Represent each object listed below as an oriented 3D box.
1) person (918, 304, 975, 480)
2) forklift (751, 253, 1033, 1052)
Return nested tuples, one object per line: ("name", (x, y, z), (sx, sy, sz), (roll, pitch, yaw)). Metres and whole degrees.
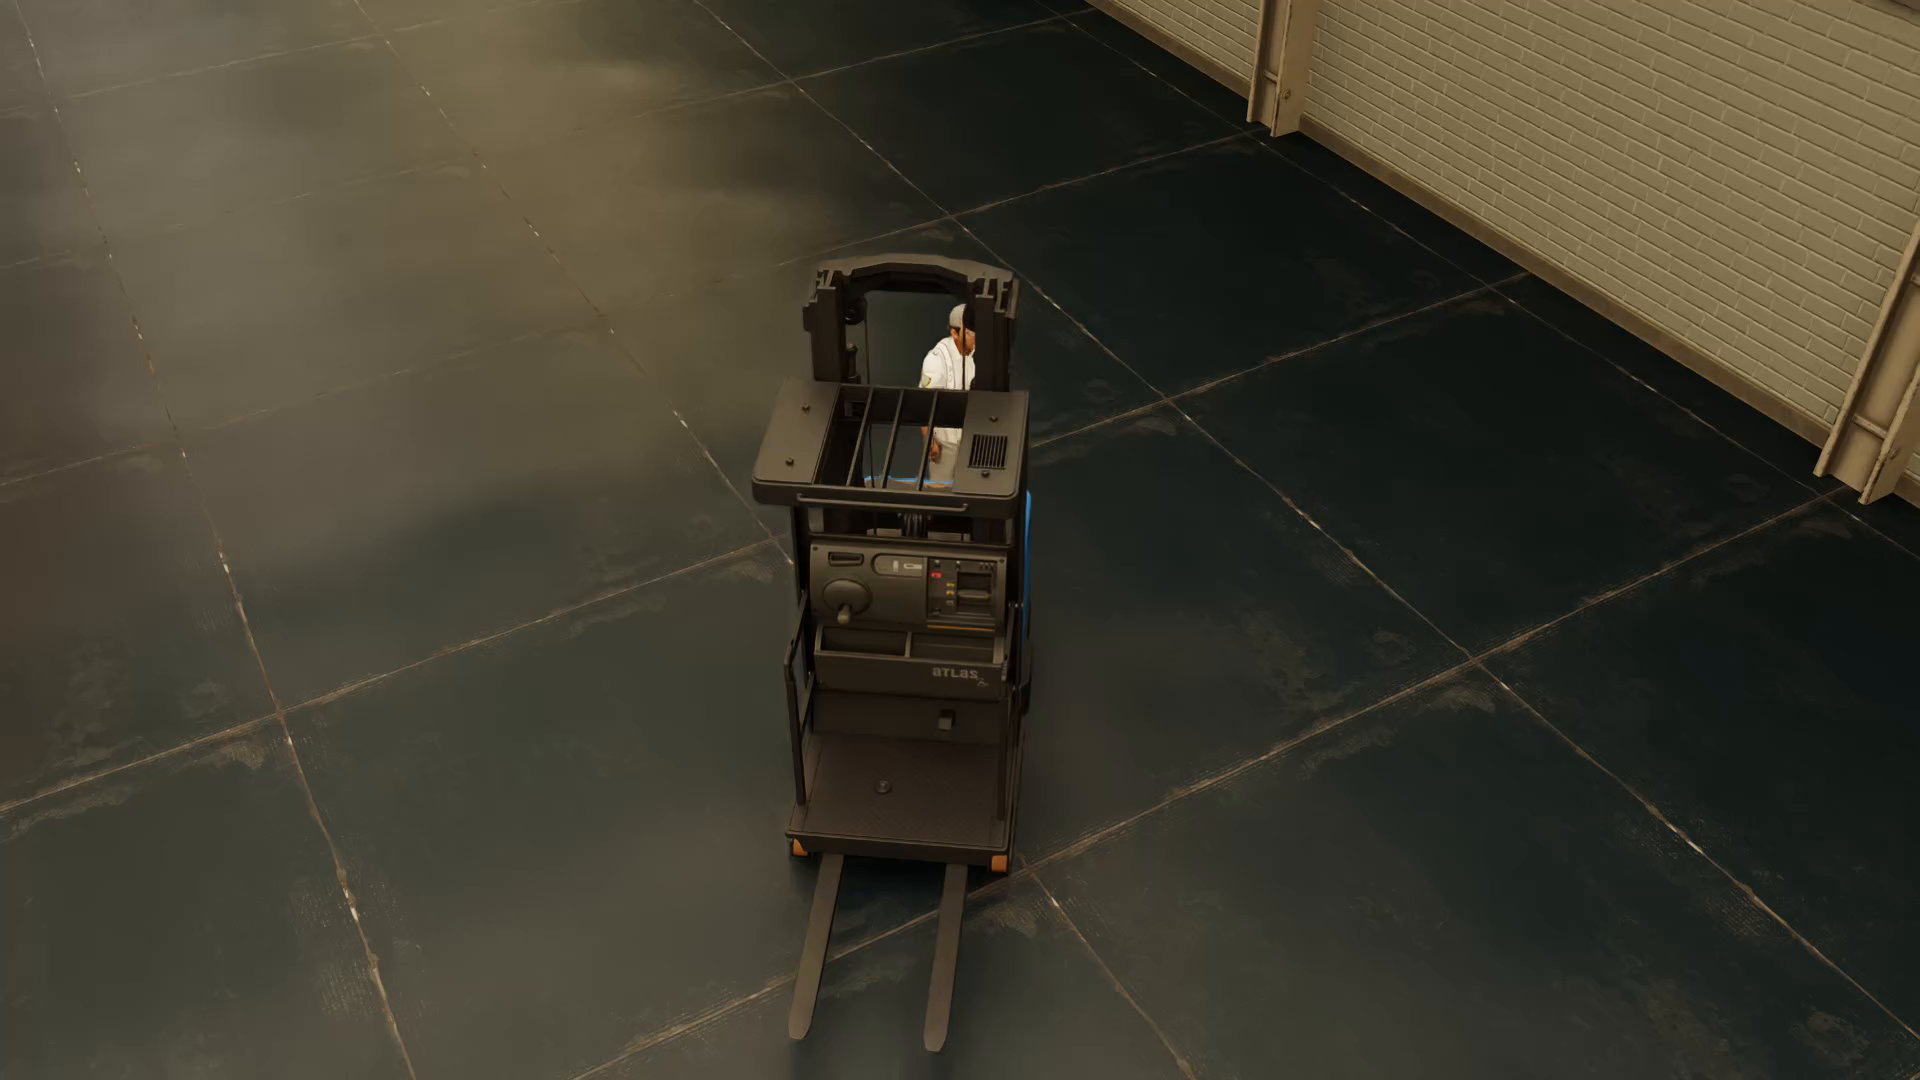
("person", (0.045, -0.586, 9.738), (0.621, 1.669, 0.525), (-19, 43, -22))
("forklift", (-0.265, 0.301, 7.673), (1.130, 2.935, 3.031), (4, 40, 5))
